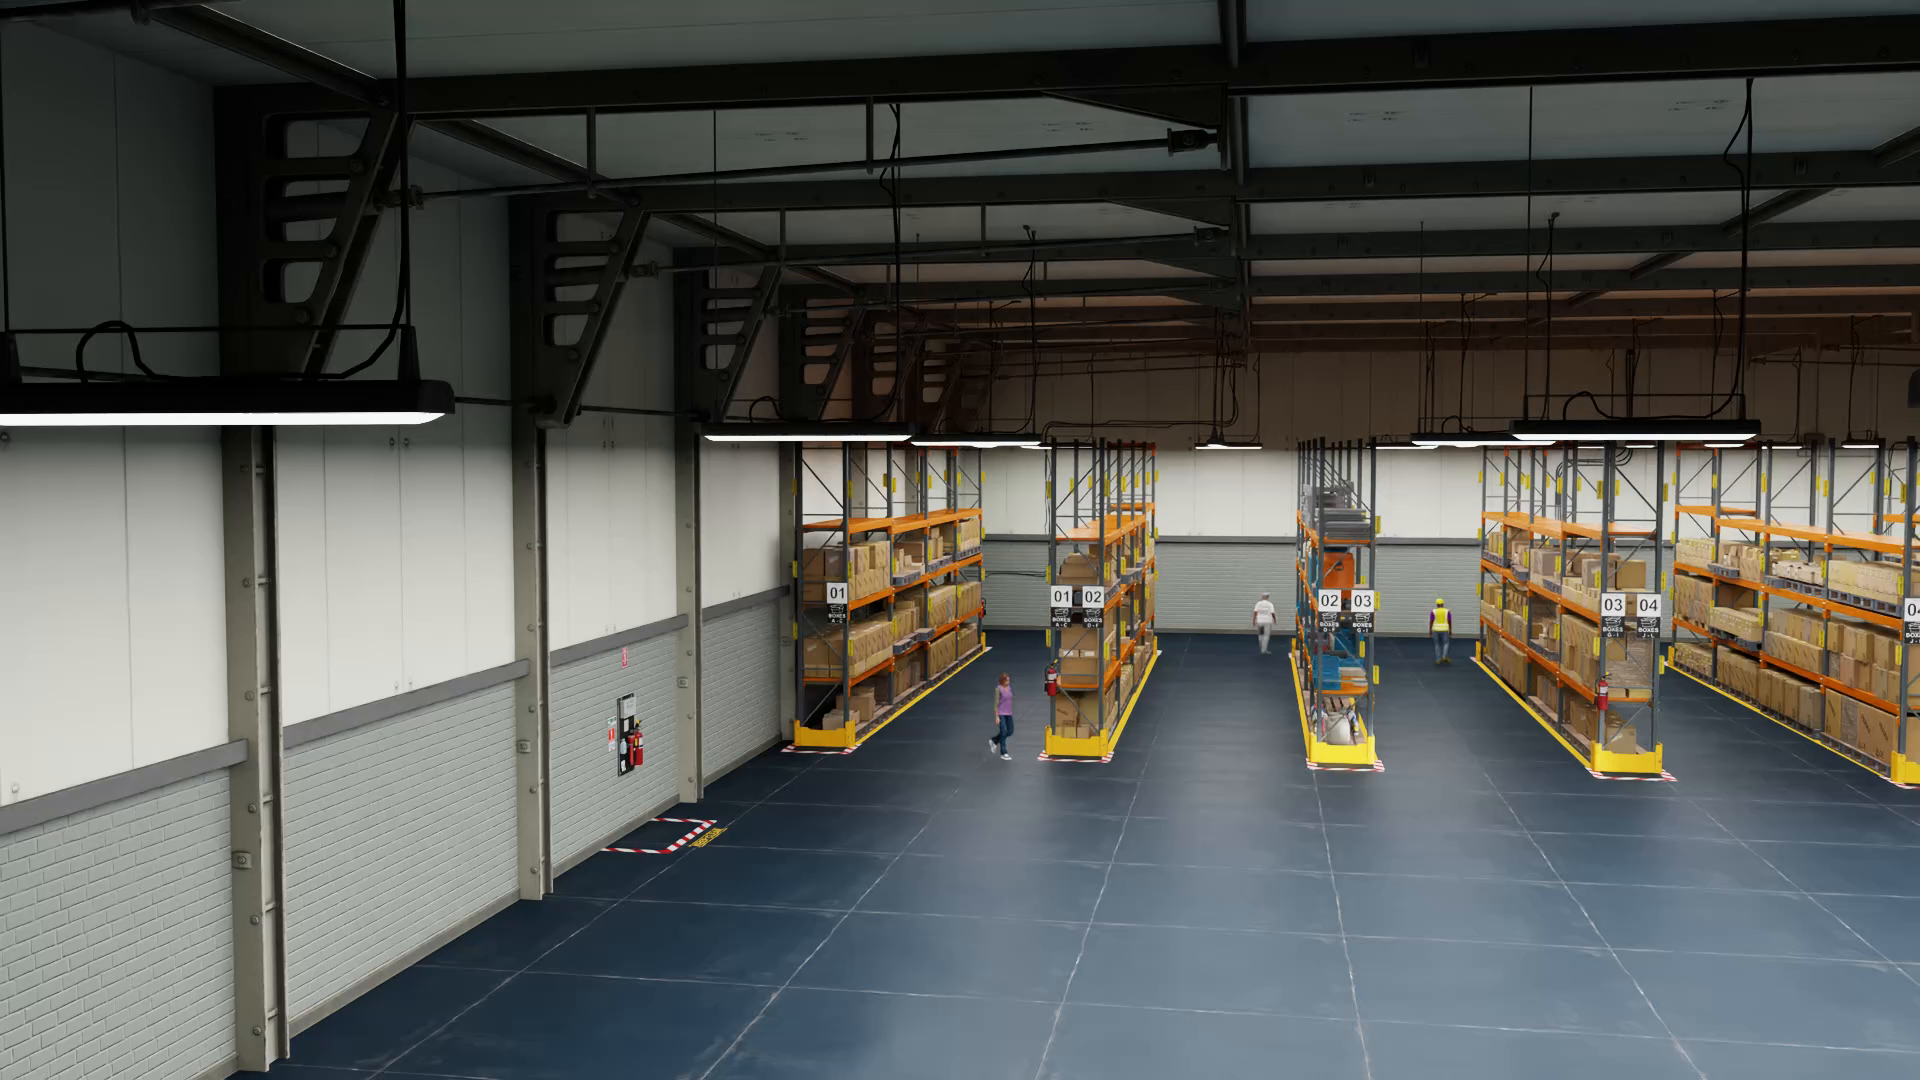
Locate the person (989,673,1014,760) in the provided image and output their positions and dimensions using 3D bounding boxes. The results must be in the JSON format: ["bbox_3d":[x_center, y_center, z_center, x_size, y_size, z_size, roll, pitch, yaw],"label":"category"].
[{"bbox_3d":[0.790,3.274,31.060,0.643,1.584,0.490,3,4,41],"label":"person"}]

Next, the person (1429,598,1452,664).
[{"bbox_3d":[13.015,2.466,45.035,0.594,1.765,0.548,1,3,12],"label":"person"}]

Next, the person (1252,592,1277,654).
[{"bbox_3d":[8.653,2.359,47.254,0.633,1.725,0.719,2,4,31],"label":"person"}]
